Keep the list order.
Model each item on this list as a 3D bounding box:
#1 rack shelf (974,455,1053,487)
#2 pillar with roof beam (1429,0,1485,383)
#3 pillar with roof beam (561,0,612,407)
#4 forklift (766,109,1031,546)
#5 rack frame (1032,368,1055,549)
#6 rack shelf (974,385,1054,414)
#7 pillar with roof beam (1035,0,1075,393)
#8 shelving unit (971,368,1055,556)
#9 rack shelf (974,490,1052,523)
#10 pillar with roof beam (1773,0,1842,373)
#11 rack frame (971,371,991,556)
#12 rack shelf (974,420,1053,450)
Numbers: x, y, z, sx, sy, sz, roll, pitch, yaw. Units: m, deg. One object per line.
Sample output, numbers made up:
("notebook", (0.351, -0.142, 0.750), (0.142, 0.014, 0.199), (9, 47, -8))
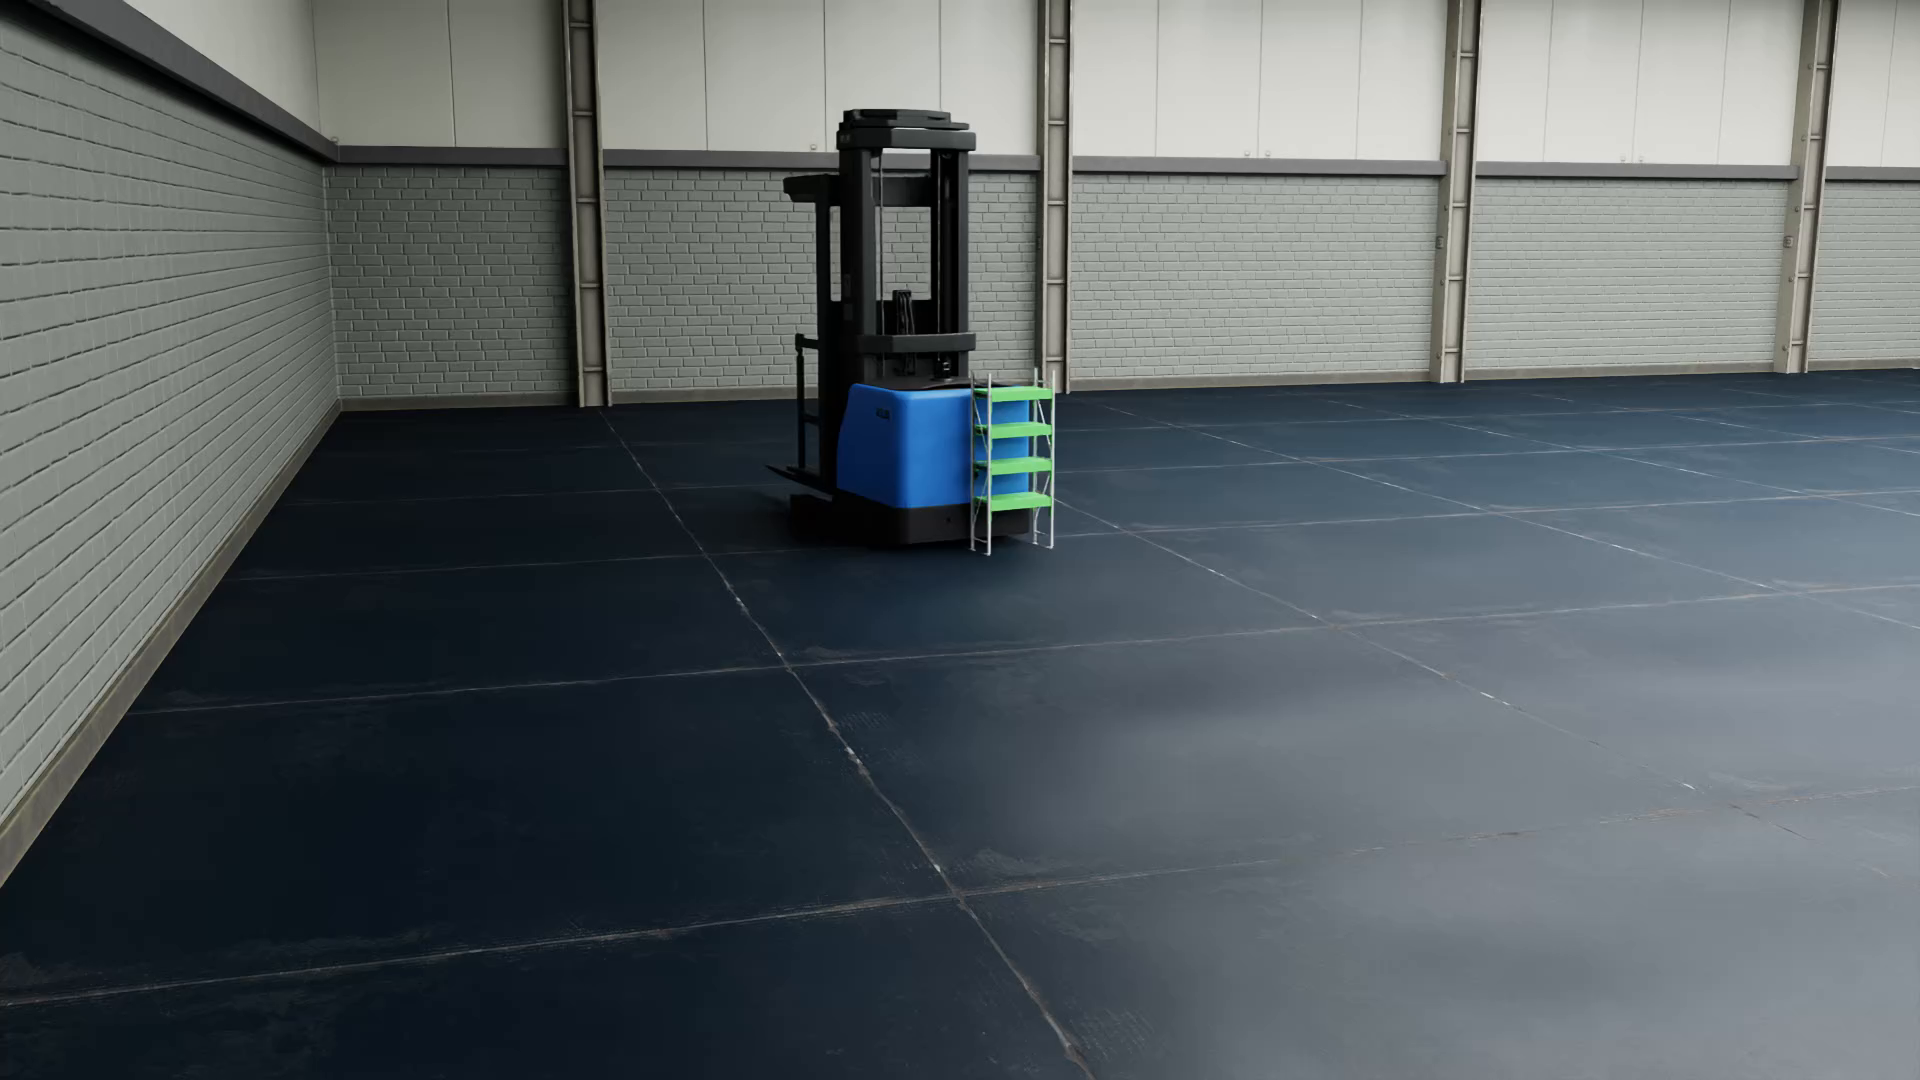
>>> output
("rack shelf", (0.349, -0.463, 11.102), (0.480, 0.148, 0.258), (-6, 12, -29))
("pillar with roof beam", (8.198, -5.955, 19.040), (0.400, 9.000, 9.100), (-3, 11, -16))
("pillar with roof beam", (-3.324, -5.348, 15.742), (0.400, 9.000, 9.100), (-3, 11, -16))
("forklift", (-0.624, -1.624, 12.270), (1.130, 2.935, 3.031), (-5, 12, -26))
("rack frame", (0.563, -0.548, 11.207), (0.015, 1.200, 0.240), (-6, 12, -29))
("rack shelf", (0.349, -0.935, 11.015), (0.480, 0.148, 0.258), (-6, 12, -29))
("pillar with roof beam", (2.437, -5.652, 17.391), (0.400, 9.000, 9.100), (-3, 11, -16))
("shelving unit", (0.349, -0.526, 11.090), (0.503, 1.200, 0.258), (-6, 12, -29))
("rack shelf", (0.349, -0.227, 11.145), (0.480, 0.148, 0.258), (-6, 12, -29))
("pillar with roof beam", (13.959, -6.259, 20.689), (0.400, 9.000, 9.100), (-3, 11, -16))
("rack frame", (0.136, -0.505, 10.973), (0.015, 1.200, 0.240), (-6, 12, -29))
("rack shelf", (0.349, -0.699, 11.058), (0.480, 0.148, 0.258), (-6, 12, -29))
